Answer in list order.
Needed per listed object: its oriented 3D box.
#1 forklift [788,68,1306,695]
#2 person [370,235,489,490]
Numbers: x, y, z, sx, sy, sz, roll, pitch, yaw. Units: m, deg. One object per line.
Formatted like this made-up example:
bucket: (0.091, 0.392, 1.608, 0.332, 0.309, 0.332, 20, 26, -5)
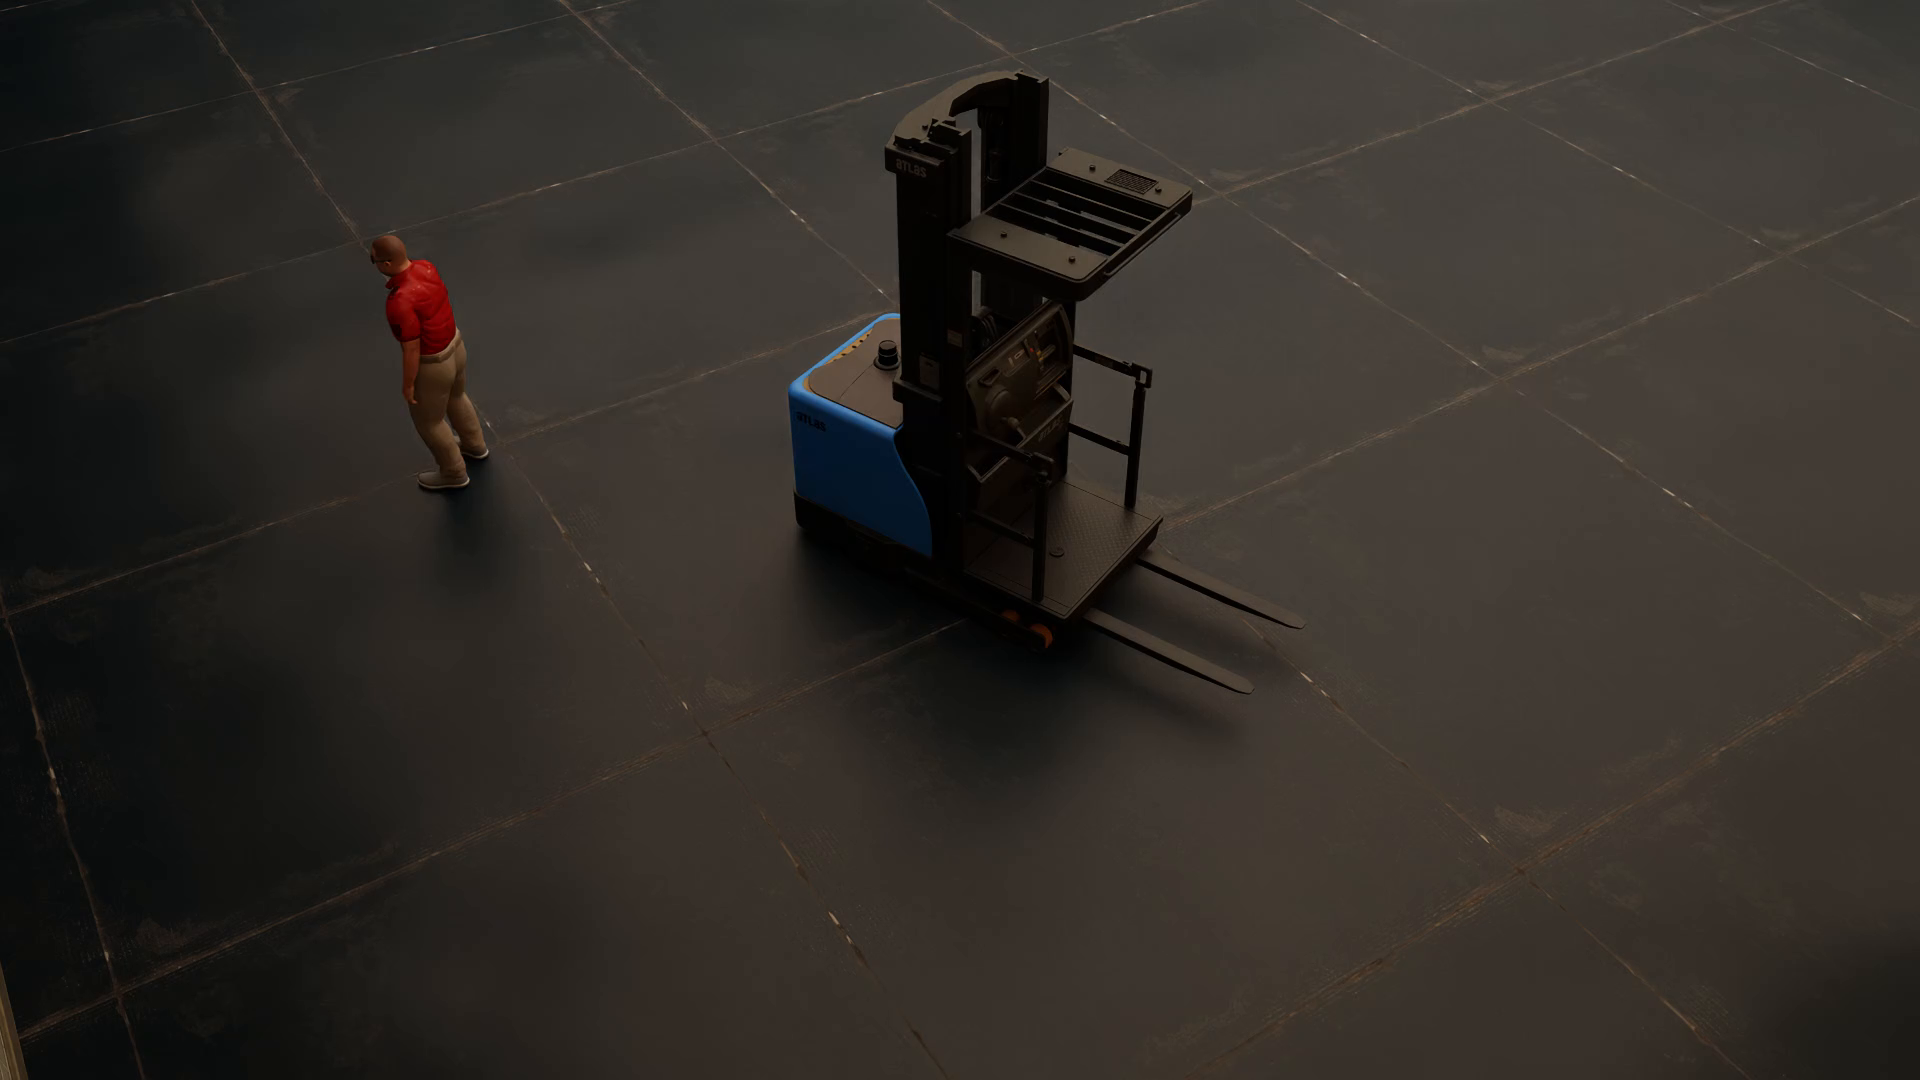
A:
forklift: (0.496, -0.872, 8.869, 3.031, 2.935, 1.130, 25, 47, 26)
person: (-3.204, -1.084, 10.025, 0.394, 1.727, 0.607, 7, 42, 8)
